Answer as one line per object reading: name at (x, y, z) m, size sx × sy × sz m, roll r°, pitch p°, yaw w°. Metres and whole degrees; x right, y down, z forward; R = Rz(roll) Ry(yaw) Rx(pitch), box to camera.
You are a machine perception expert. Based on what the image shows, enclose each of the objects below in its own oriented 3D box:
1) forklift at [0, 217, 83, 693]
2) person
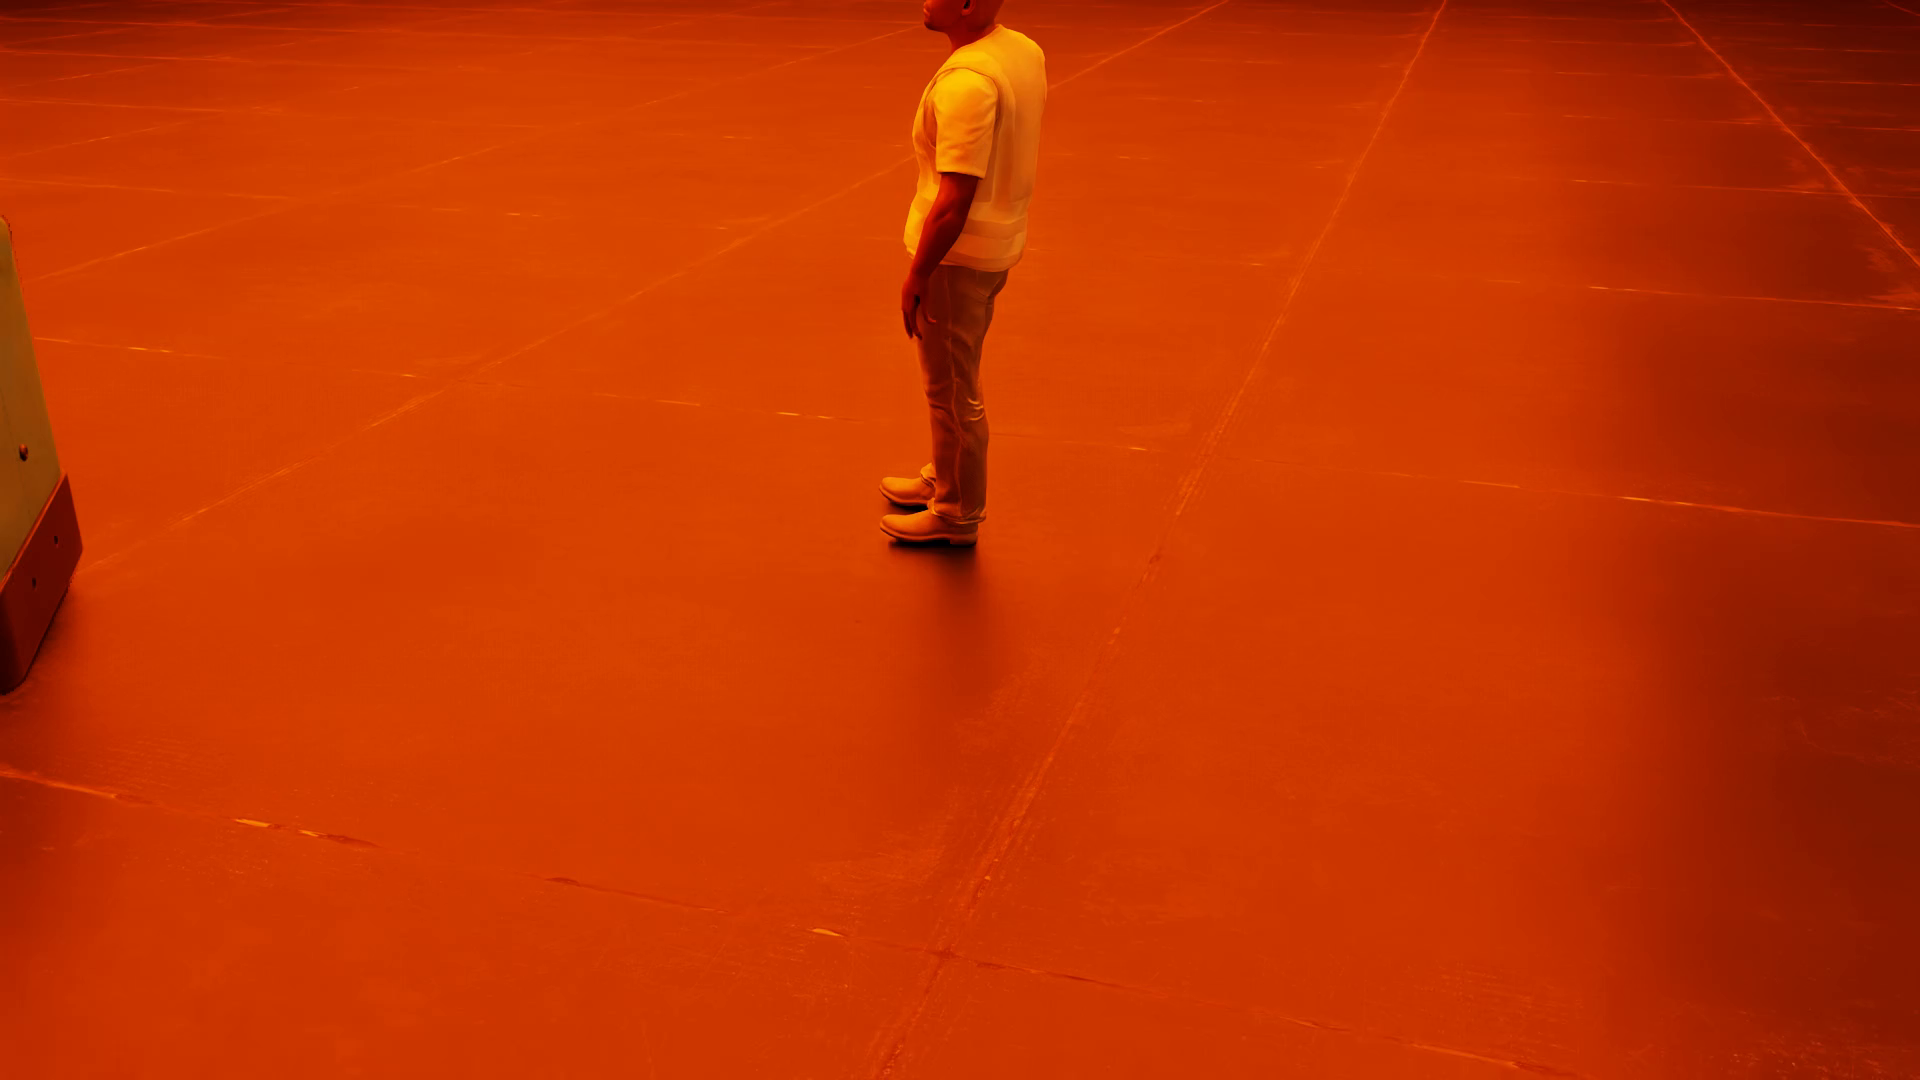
forklift at (-3.884, -0.933, 3.539) m, size 3.031 × 2.935 × 1.130 m, roll -7°, pitch 23°, yaw -16°
person at (-0.064, -0.833, 4.805) m, size 0.577 × 1.765 × 0.665 m, roll 7°, pitch 23°, yaw 16°
